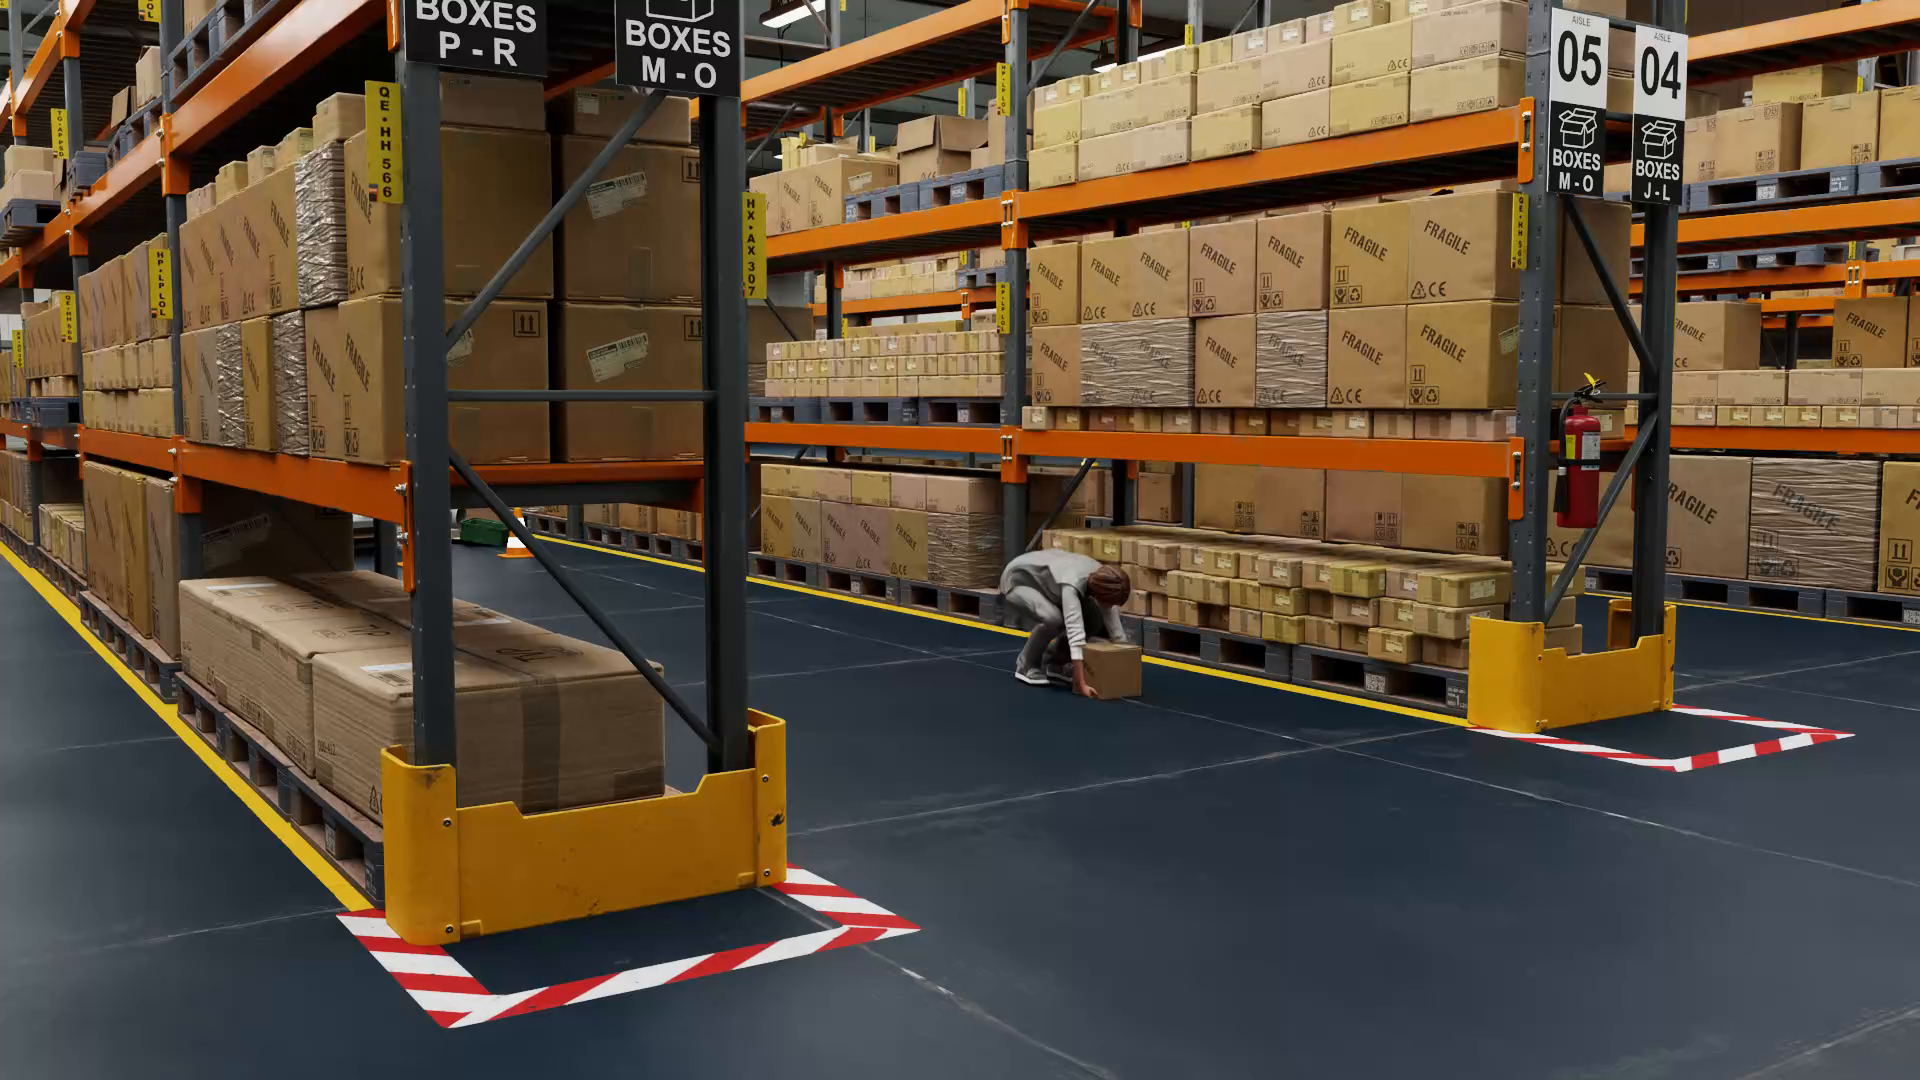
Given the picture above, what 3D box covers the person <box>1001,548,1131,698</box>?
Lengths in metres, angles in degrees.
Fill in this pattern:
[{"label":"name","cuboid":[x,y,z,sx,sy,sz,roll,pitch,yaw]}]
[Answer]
[{"label":"person","cuboid":[0.565,0.423,8.704,0.421,0.738,0.873,-4,6,-36]}]
